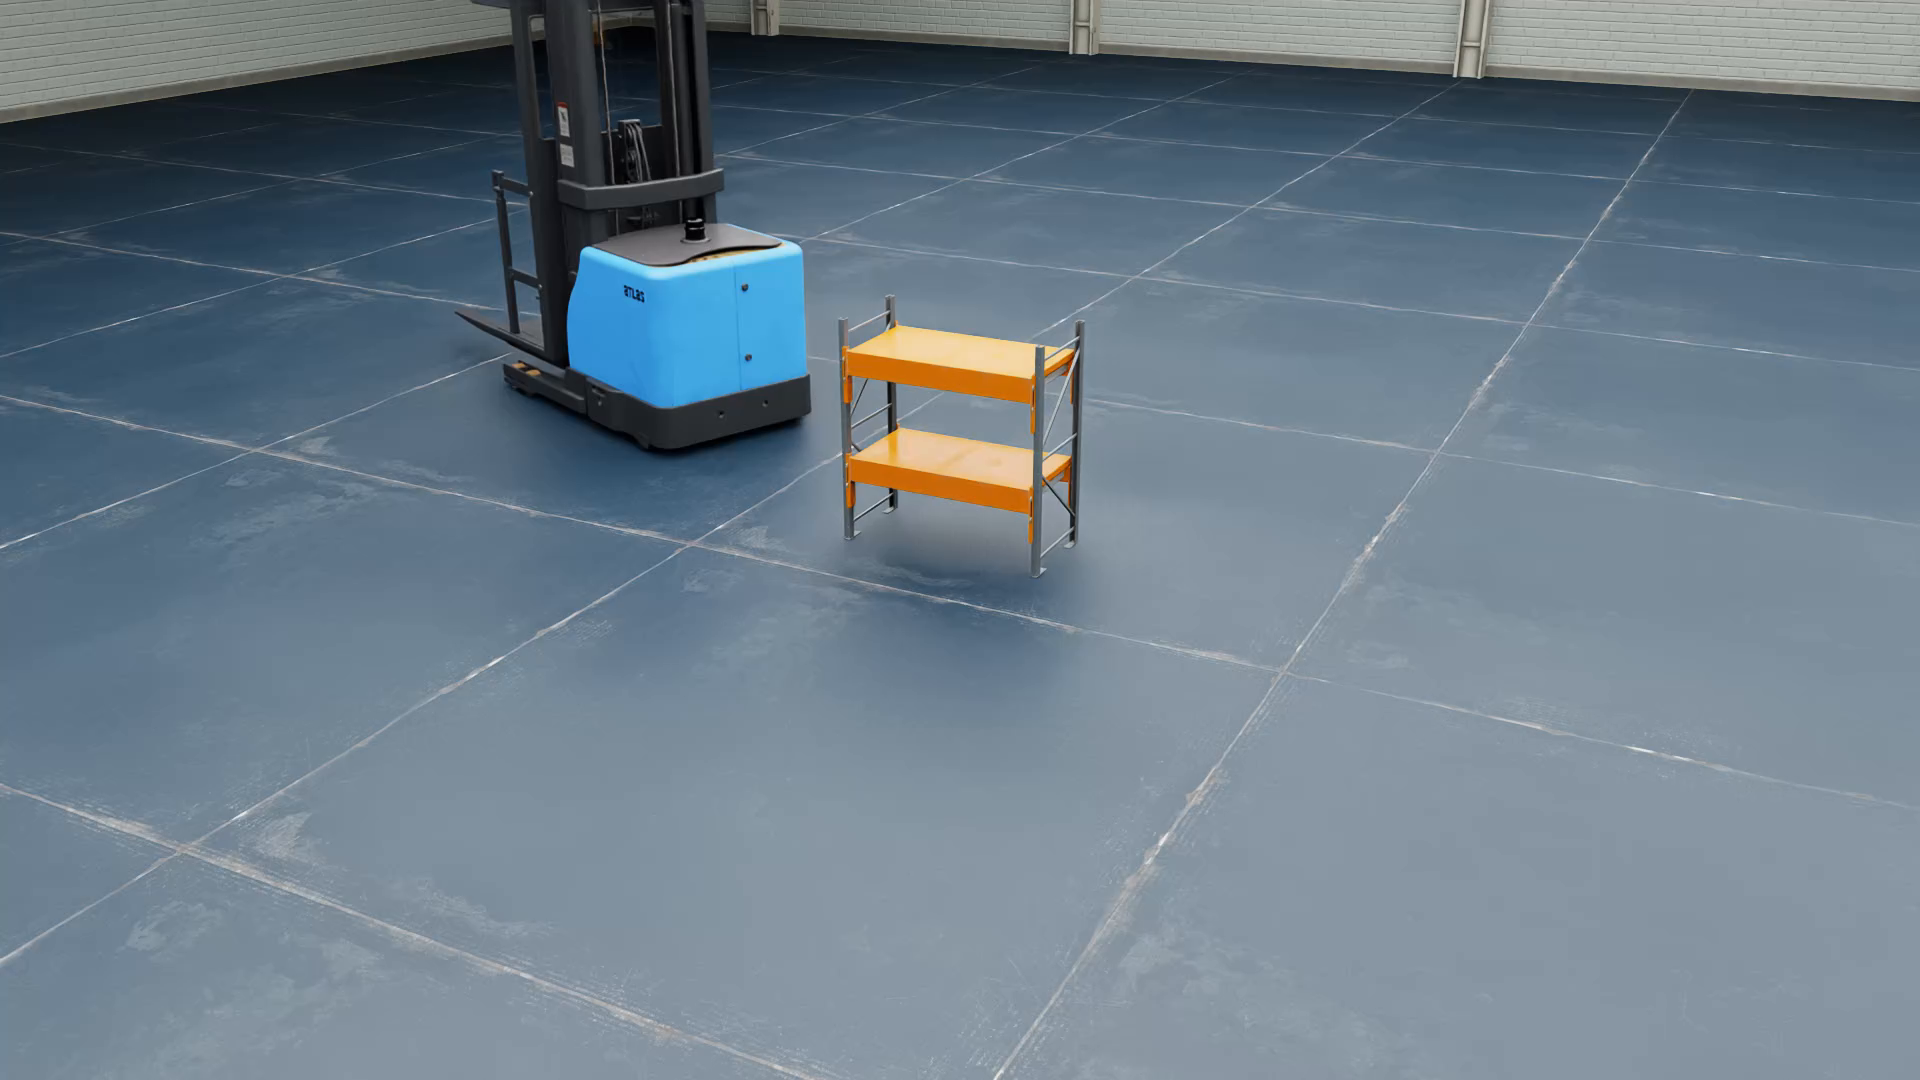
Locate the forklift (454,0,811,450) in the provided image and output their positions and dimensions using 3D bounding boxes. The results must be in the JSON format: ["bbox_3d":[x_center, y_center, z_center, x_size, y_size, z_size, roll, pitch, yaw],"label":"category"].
[{"bbox_3d":[-2.223,-2.354,10.040,1.130,2.935,3.031,-19,29,-37],"label":"forklift"}]

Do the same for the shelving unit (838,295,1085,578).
[{"bbox_3d":[0.006,-0.516,8.027,1.048,1.125,0.538,11,25,25],"label":"shelving unit"}]

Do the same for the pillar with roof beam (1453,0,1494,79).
[{"bbox_3d":[5.386,-9.315,18.655,0.400,9.000,9.100,11,25,25],"label":"pillar with roof beam"}]

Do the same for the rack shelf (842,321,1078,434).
[{"bbox_3d":[0.006,-0.786,7.913,1.000,0.278,0.538,11,25,25],"label":"rack shelf"}]

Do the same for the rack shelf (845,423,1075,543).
[{"bbox_3d":[0.006,-0.291,8.123,1.000,0.278,0.538,11,25,25],"label":"rack shelf"}]

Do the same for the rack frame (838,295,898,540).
[{"bbox_3d":[-0.448,-0.606,8.238,0.032,1.125,0.500,11,25,25],"label":"rack frame"}]

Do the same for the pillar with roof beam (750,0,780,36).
[{"bbox_3d":[-5.324,-11.434,23.637,0.400,9.000,9.100,11,25,25],"label":"pillar with roof beam"}]

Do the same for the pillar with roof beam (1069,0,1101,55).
[{"bbox_3d":[0.031,-10.374,21.146,0.400,9.000,9.100,11,25,25],"label":"pillar with roof beam"}]

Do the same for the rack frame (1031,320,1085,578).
[{"bbox_3d":[0.460,-0.427,7.816,0.032,1.125,0.500,11,25,25],"label":"rack frame"}]
